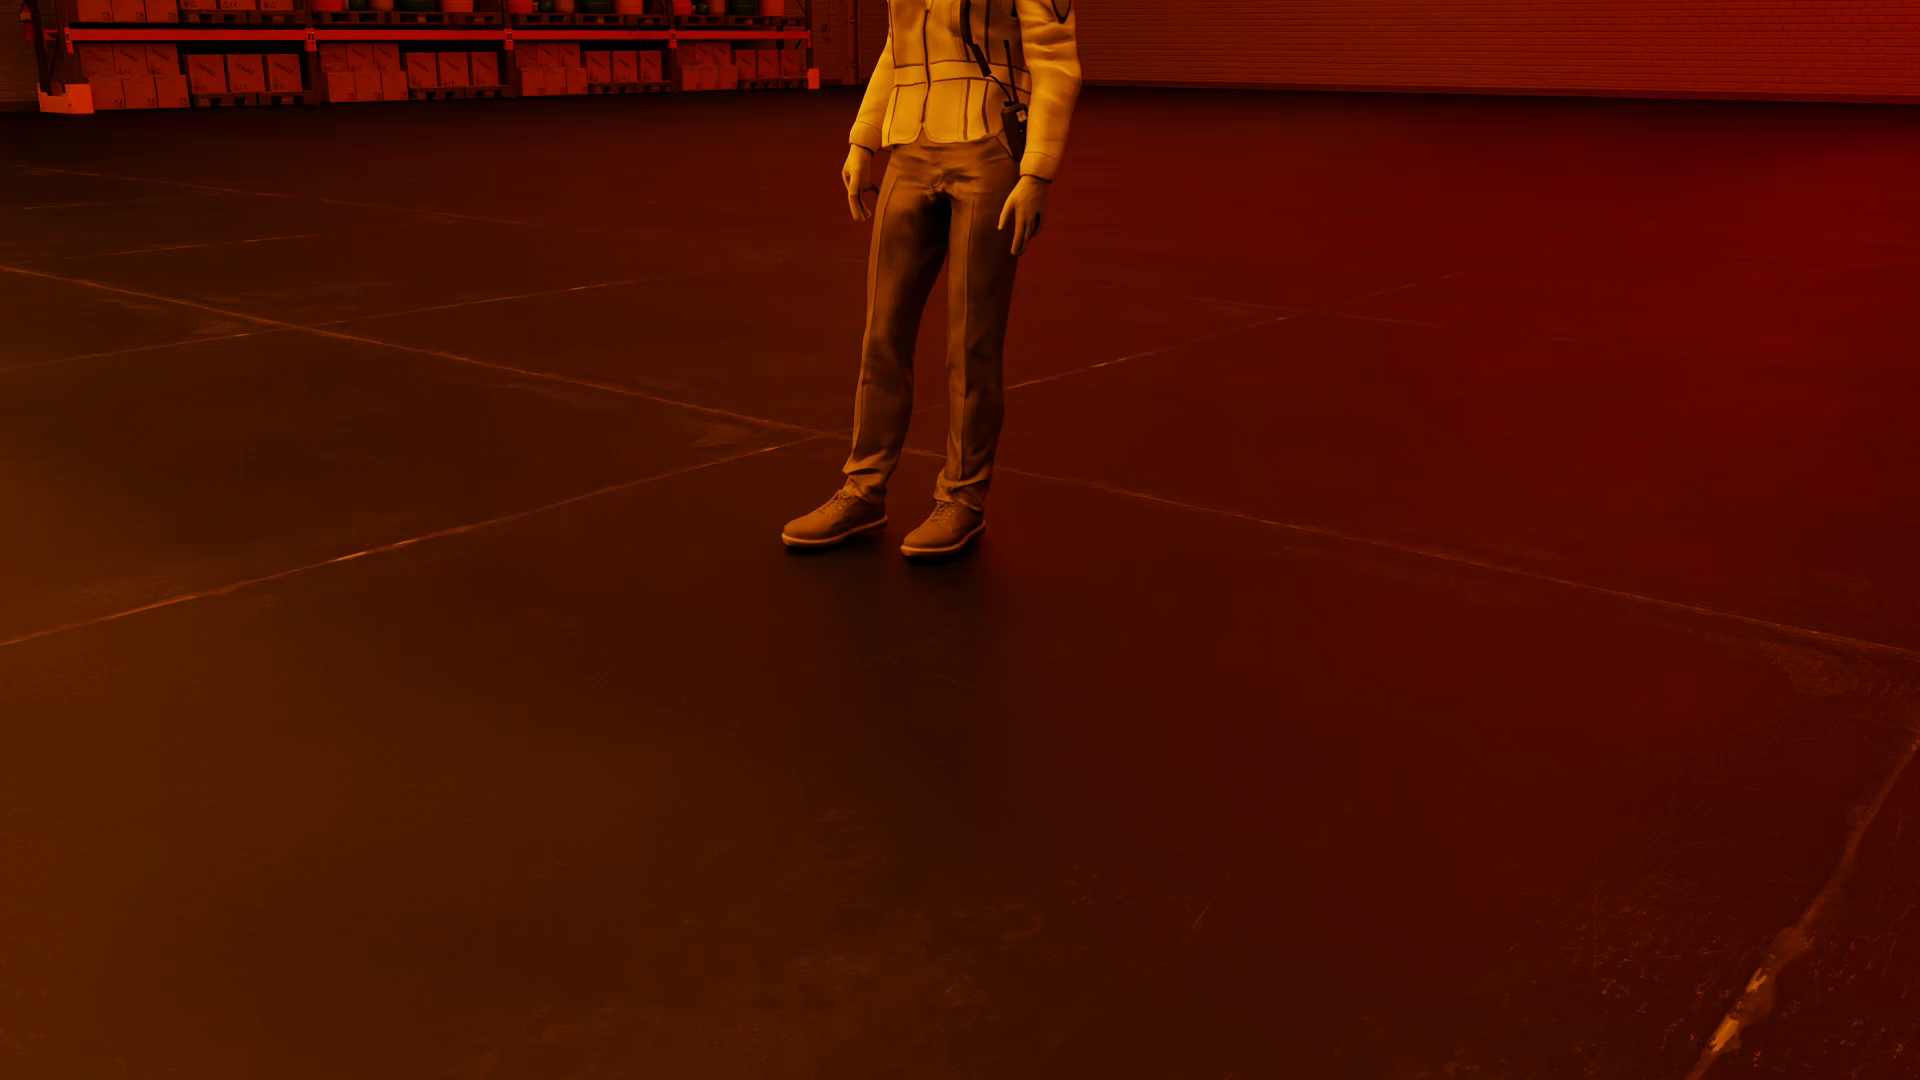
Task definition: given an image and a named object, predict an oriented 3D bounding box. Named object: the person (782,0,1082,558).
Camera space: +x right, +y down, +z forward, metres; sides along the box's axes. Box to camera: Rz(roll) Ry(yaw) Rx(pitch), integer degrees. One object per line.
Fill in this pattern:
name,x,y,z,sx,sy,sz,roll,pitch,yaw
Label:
person,-0.049,-0.803,3.647,0.586,1.694,0.530,13,21,37
